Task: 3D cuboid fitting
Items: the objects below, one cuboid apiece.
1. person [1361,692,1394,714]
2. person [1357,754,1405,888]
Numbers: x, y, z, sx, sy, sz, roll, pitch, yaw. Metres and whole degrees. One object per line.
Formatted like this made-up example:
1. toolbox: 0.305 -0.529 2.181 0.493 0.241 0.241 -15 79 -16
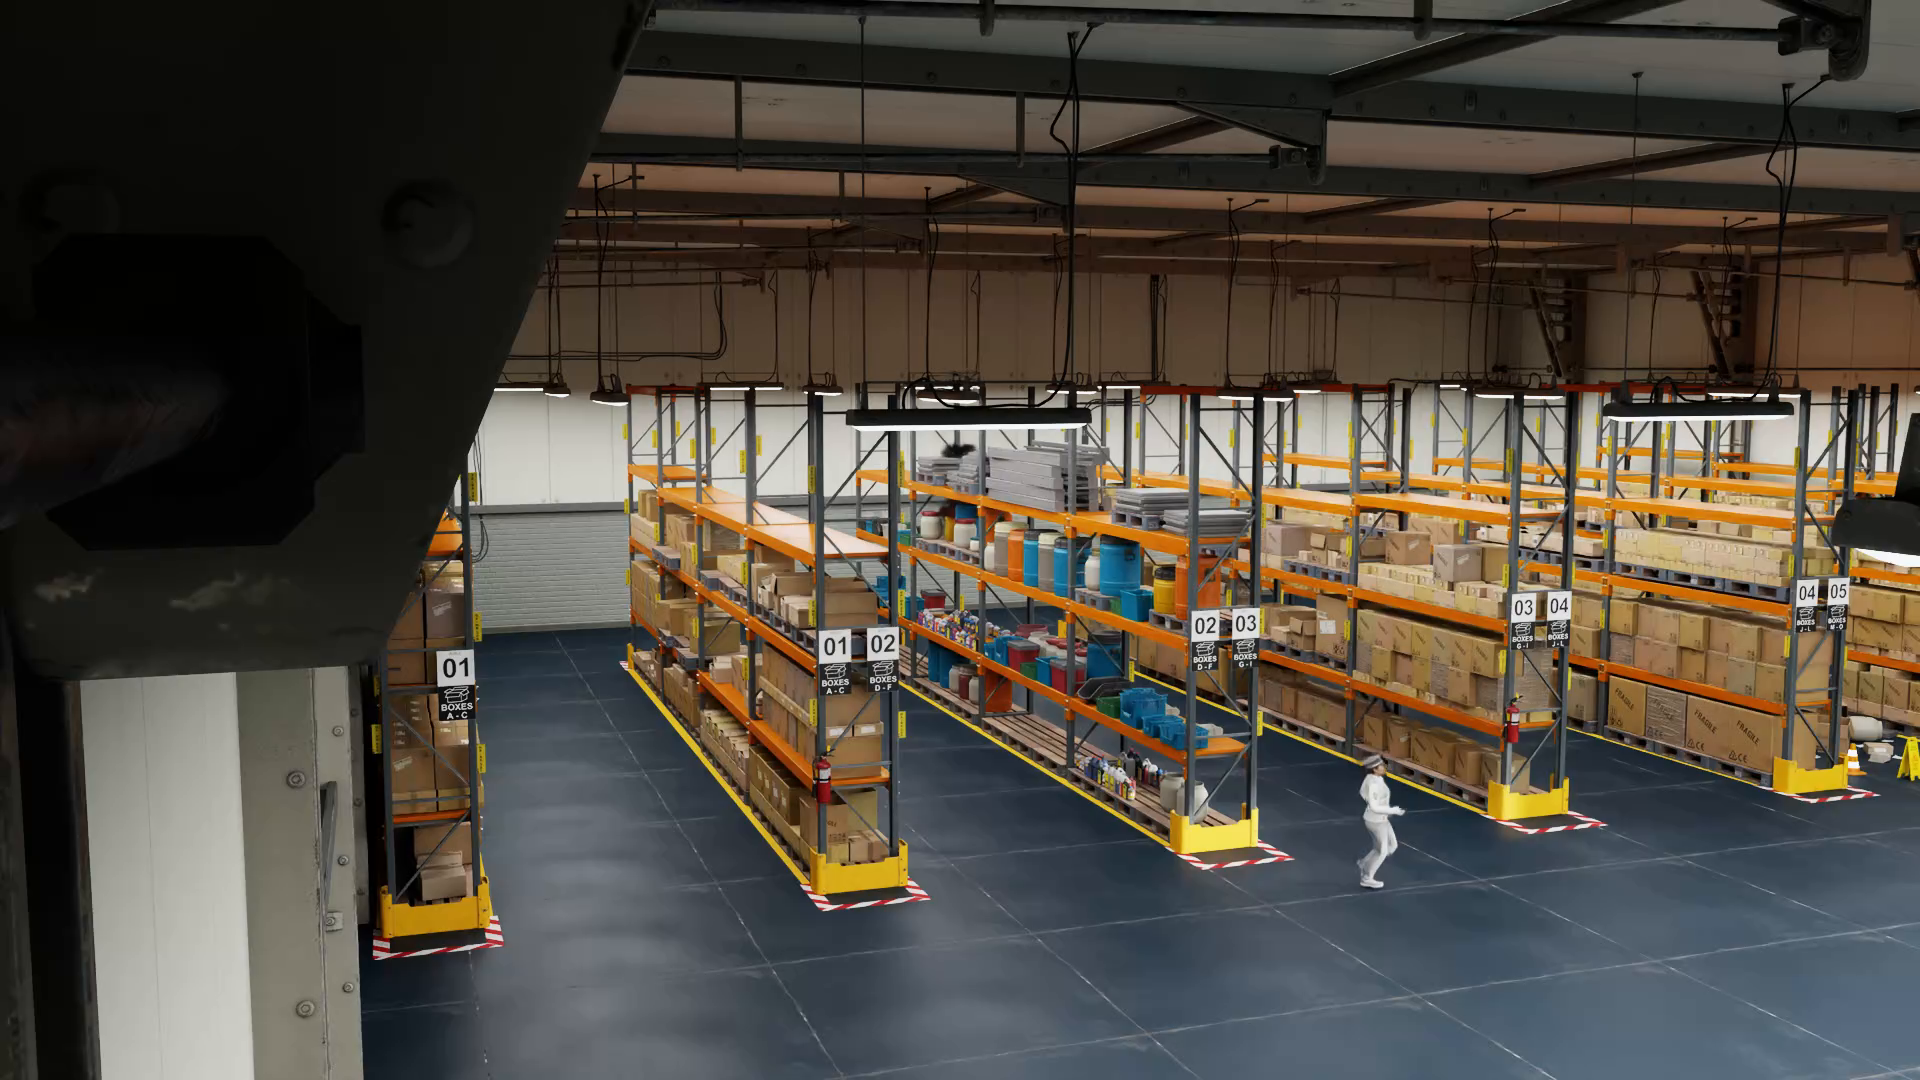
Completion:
1. person: 7.742 2.324 30.699 0.617 1.742 1.118 -3 7 -29
2. person: 5.131 3.412 20.250 0.545 1.654 0.604 1 6 14
